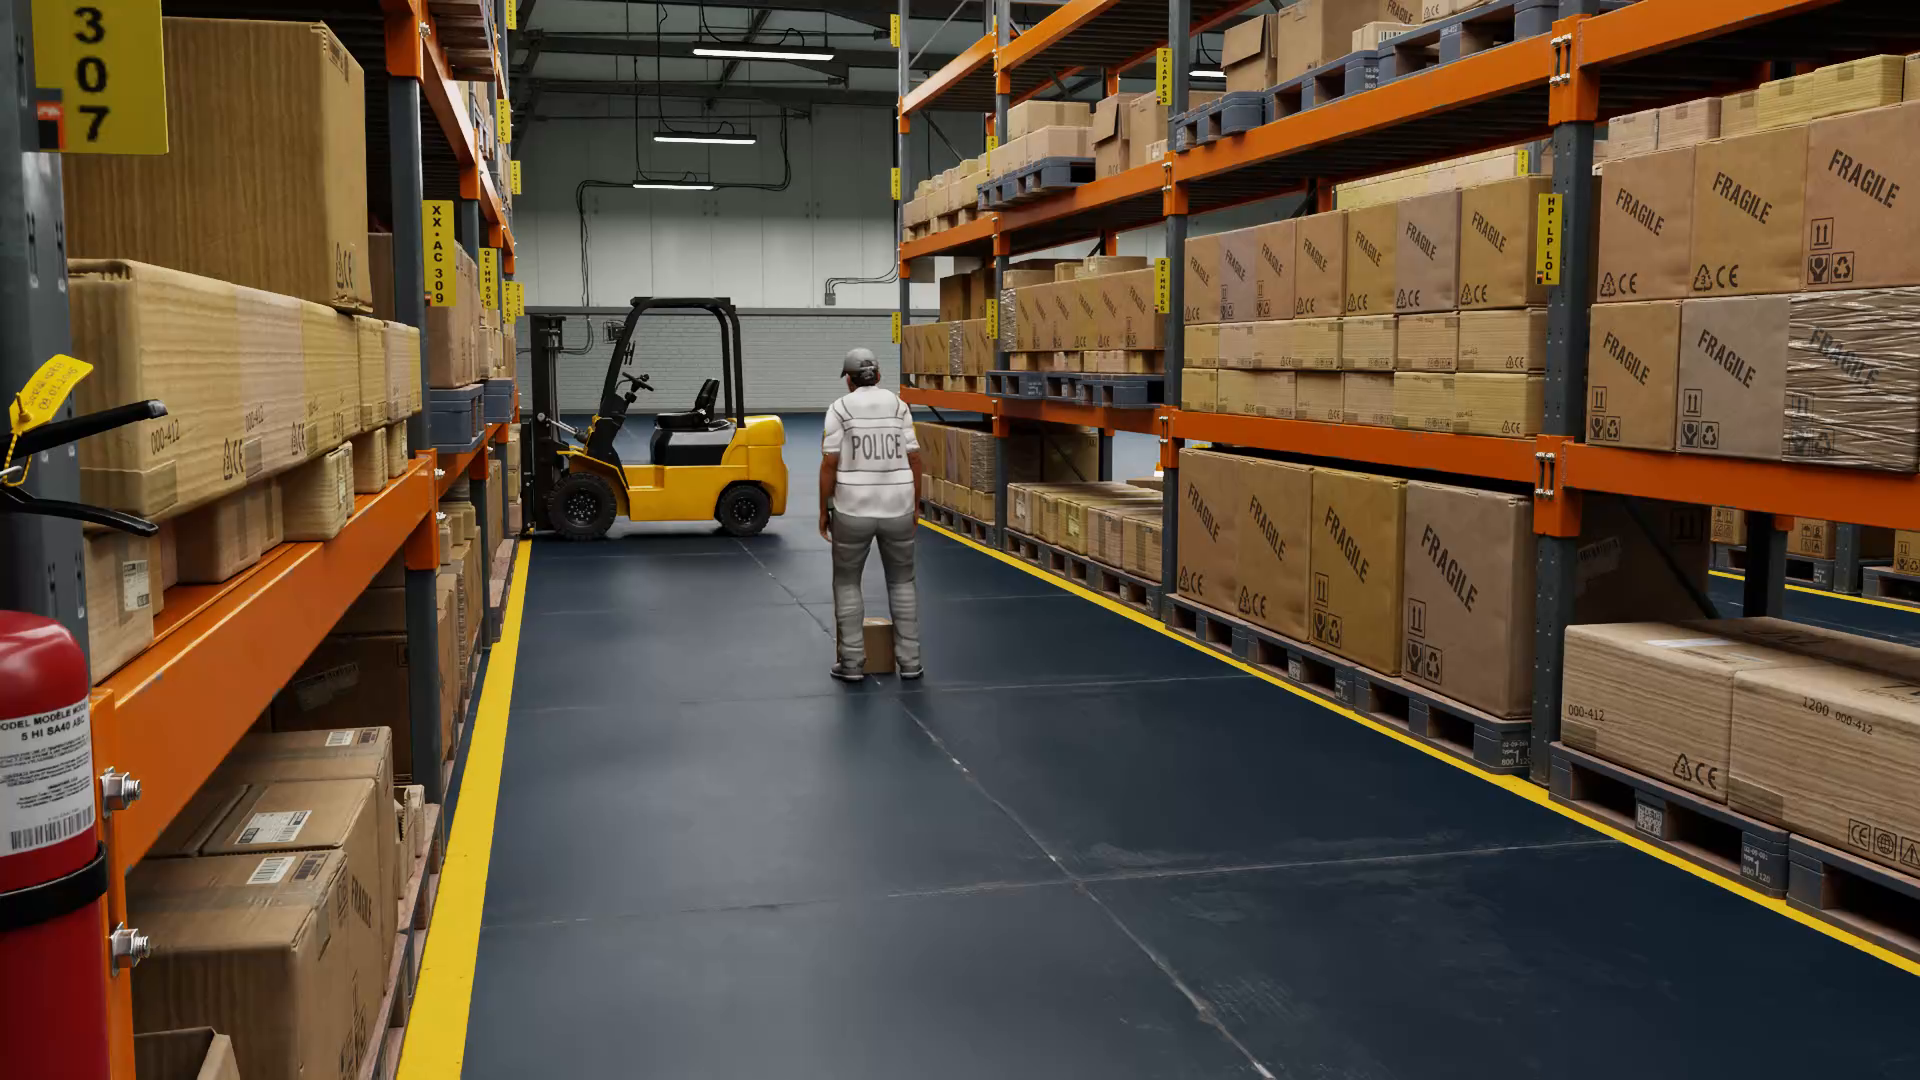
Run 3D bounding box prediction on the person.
[{"bbox_3d":[-0.443,-0.132,8.363,0.563,1.666,0.457,-2,7,-17],"label":"person"}]
